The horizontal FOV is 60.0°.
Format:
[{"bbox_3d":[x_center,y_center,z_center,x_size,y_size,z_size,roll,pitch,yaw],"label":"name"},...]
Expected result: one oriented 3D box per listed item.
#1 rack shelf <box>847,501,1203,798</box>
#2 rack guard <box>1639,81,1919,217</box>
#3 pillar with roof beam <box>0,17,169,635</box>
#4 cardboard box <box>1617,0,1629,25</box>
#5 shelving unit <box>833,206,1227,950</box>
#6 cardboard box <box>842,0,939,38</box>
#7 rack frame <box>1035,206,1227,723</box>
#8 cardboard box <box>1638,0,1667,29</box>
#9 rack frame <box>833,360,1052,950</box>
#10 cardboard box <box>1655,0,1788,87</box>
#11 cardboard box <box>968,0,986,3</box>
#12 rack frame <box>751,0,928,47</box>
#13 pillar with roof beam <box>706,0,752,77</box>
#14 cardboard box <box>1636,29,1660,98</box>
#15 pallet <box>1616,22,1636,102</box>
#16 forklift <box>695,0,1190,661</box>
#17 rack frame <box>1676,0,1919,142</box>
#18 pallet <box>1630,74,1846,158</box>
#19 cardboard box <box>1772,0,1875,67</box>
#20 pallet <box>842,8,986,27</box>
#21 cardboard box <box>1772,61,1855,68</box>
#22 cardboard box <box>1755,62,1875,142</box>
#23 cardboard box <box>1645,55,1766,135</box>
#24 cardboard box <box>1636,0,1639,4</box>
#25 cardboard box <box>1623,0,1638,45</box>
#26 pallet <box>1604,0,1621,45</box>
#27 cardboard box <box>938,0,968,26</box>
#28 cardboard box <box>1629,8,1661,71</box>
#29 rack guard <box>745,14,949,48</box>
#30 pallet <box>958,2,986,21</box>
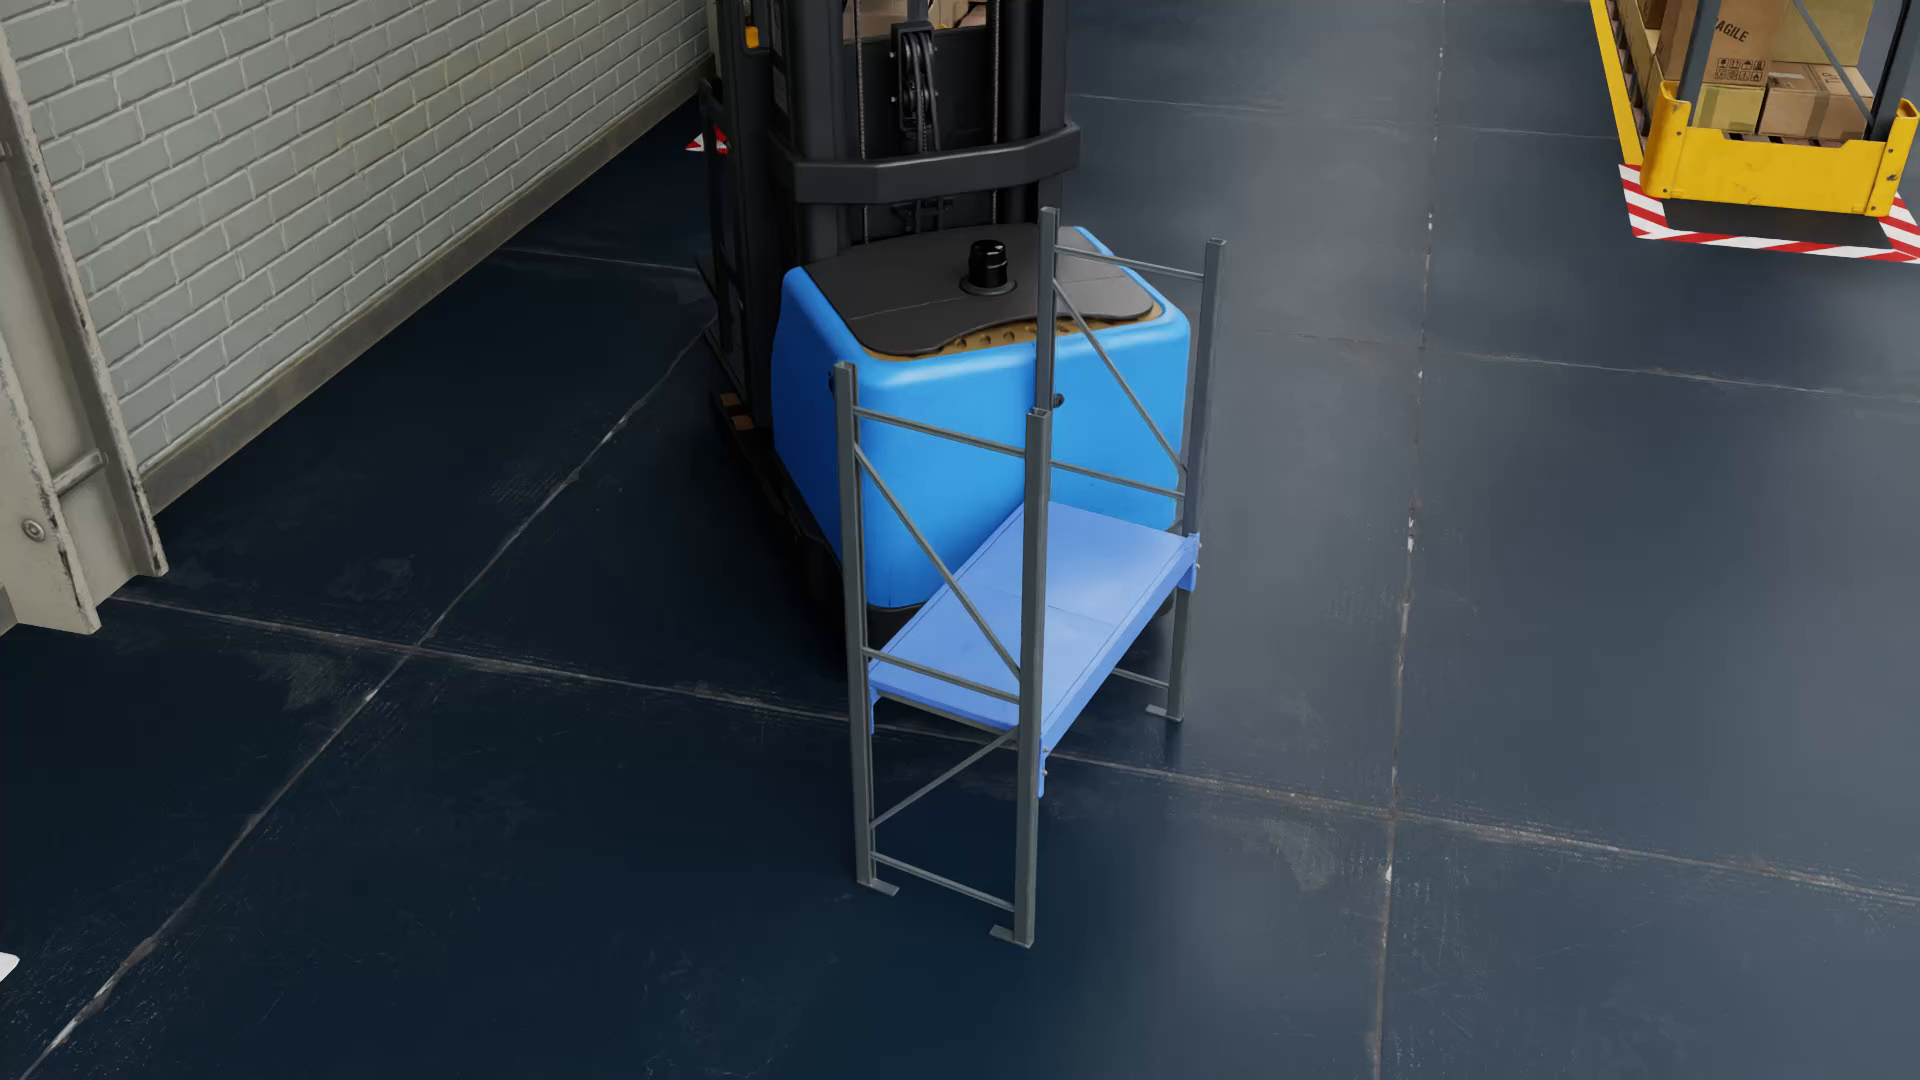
[{"bbox_3d":[0.196,0.229,4.328,0.538,0.185,1.000,16,36,23],"label":"rack shelf"},{"bbox_3d":[4.111,-1.981,8.400,1.175,0.500,0.348,8,33,12],"label":"rack guard"},{"bbox_3d":[1.307,-3.034,2.135,9.100,9.000,0.400,8,33,12],"label":"pillar with roof beam"},{"bbox_3d":[4.458,-3.424,10.512,0.500,0.250,0.500,8,33,12],"label":"cardboard box"},{"bbox_3d":[0.196,0.077,4.231,0.538,1.500,1.048,16,36,23],"label":"shelving unit"},{"bbox_3d":[-0.413,-3.119,9.956,0.500,0.311,0.500,4,33,7],"label":"cardboard box"},{"bbox_3d":[0.434,-0.164,4.610,0.500,1.500,0.032,16,36,23],"label":"rack frame"},{"bbox_3d":[4.205,-3.222,9.494,0.500,0.500,0.500,8,33,12],"label":"cardboard box"},{"bbox_3d":[-0.042,0.318,3.852,0.500,1.500,0.032,16,36,23],"label":"rack frame"},{"bbox_3d":[3.965,-2.701,8.675,0.500,0.500,0.500,8,33,12],"label":"cardboard box"},{"bbox_3d":[-0.033,-3.868,10.959,0.700,0.500,0.500,6,33,9],"label":"cardboard box"},{"bbox_3d":[-0.675,-3.721,8.807,1.000,3.000,0.127,8,33,12],"label":"rack frame"},{"bbox_3d":[2.830,-6.148,7.032,9.100,9.000,0.400,8,33,12],"label":"pillar with roof beam"},{"bbox_3d":[4.083,-2.645,9.286,0.500,0.250,0.500,8,33,12],"label":"cardboard box"},{"bbox_3d":[4.582,-2.905,10.123,1.003,0.211,1.213,8,33,12],"label":"pallet"},{"bbox_3d":[-0.313,-1.610,5.551,1.130,2.935,3.031,-11,34,-17],"label":"forklift"},{"bbox_3d":[4.117,-3.048,7.749,1.000,3.000,0.127,8,33,12],"label":"rack frame"},{"bbox_3d":[4.271,-2.274,9.131,1.003,0.211,1.213,8,33,12],"label":"pallet"},{"bbox_3d":[4.593,-2.890,8.972,0.500,0.500,0.500,8,33,12],"label":"cardboard box"},{"bbox_3d":[-0.416,-3.000,10.273,1.003,0.211,1.213,8,33,12],"label":"pallet"},{"bbox_3d":[4.592,-2.573,9.173,0.500,0.250,0.500,8,33,12],"label":"cardboard box"},{"bbox_3d":[4.468,-2.313,8.764,0.500,0.250,0.500,8,33,12],"label":"cardboard box"},{"bbox_3d":[3.967,-2.384,8.875,0.500,0.250,0.500,8,33,12],"label":"cardboard box"},{"bbox_3d":[4.333,-3.481,9.902,0.500,0.500,0.500,8,33,12],"label":"cardboard box"},{"bbox_3d":[4.337,-3.164,10.102,0.500,0.250,0.500,8,33,12],"label":"cardboard box"},{"bbox_3d":[4.890,-3.541,11.122,1.003,0.211,1.213,8,33,12],"label":"pallet"},{"bbox_3d":[-0.268,-3.415,10.421,0.500,0.311,0.500,11,34,16],"label":"cardboard box"},{"bbox_3d":[4.208,-2.905,9.695,0.500,0.250,0.500,8,33,12],"label":"cardboard box"},{"bbox_3d":[-0.656,-2.706,9.540,1.175,0.500,0.348,8,33,12],"label":"rack guard"},{"bbox_3d":[-0.104,-3.632,11.266,1.003,0.211,1.213,8,33,12],"label":"pallet"}]
